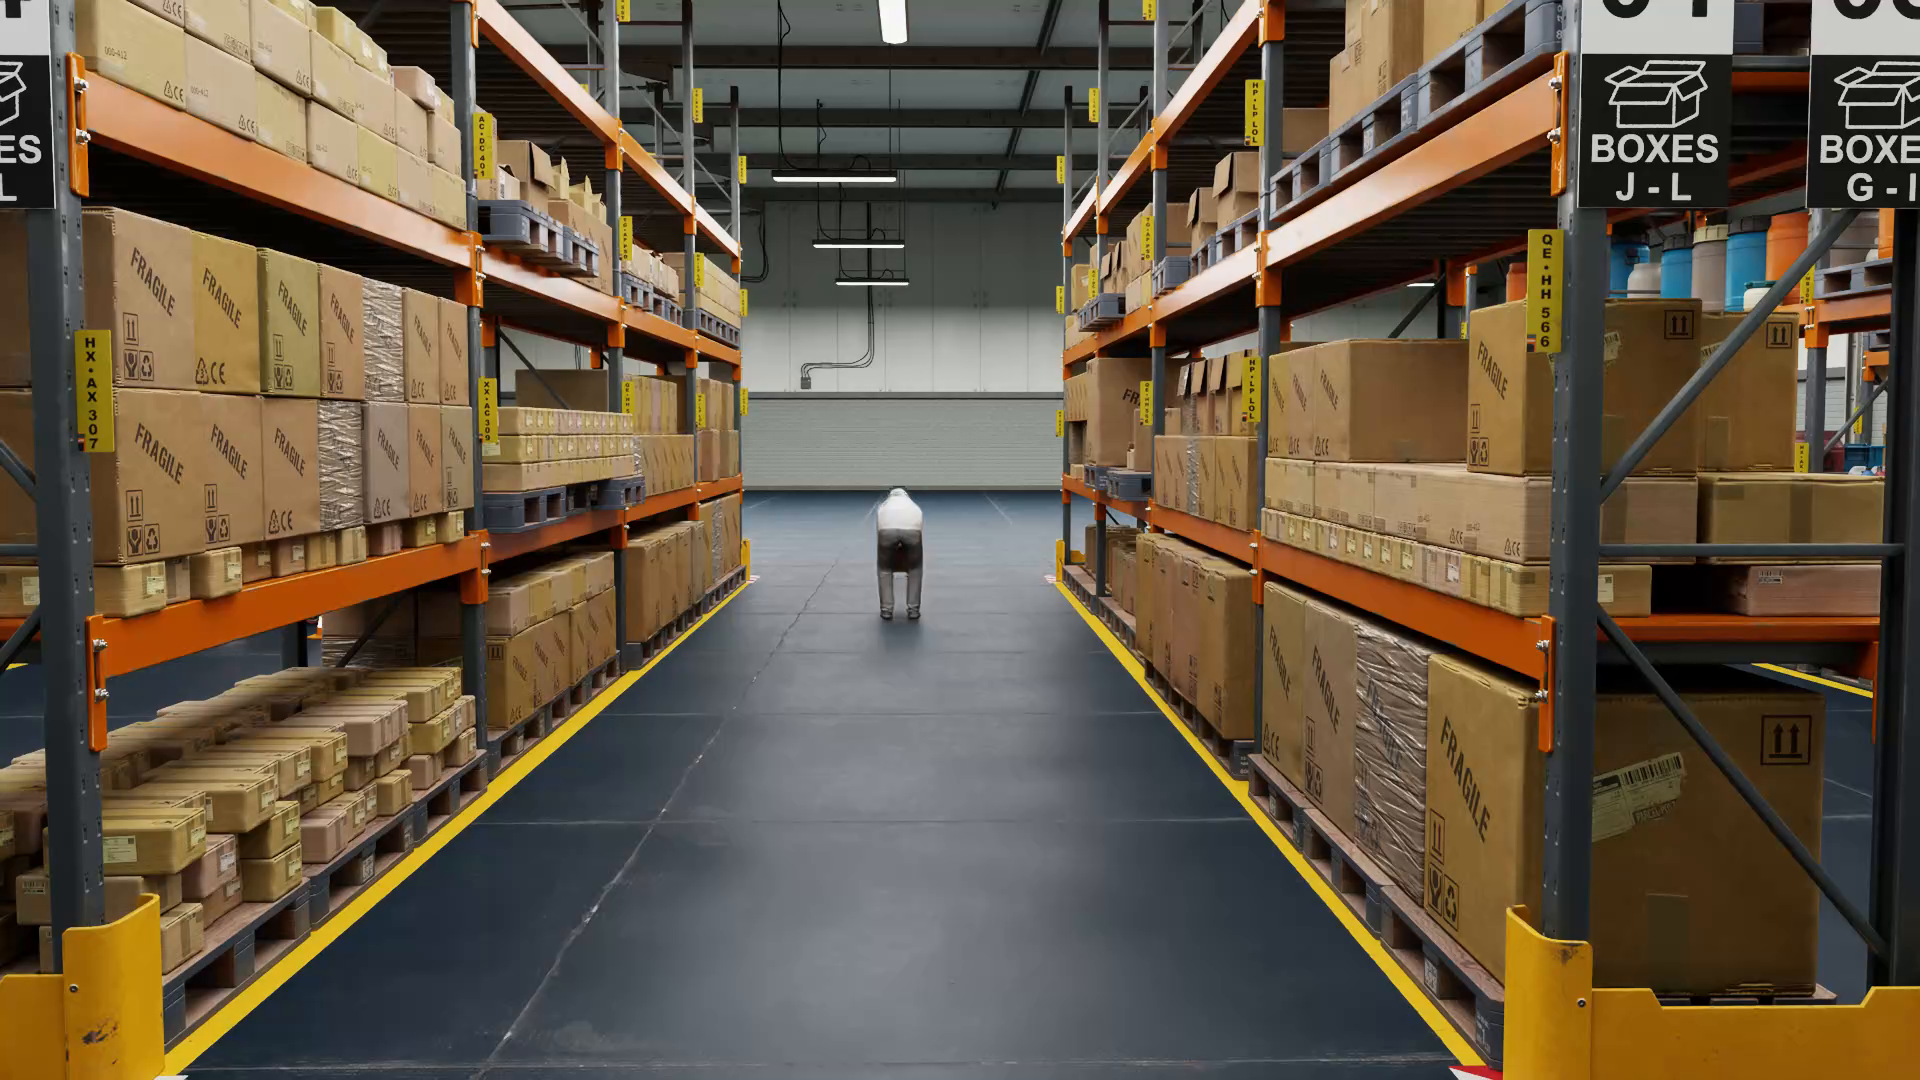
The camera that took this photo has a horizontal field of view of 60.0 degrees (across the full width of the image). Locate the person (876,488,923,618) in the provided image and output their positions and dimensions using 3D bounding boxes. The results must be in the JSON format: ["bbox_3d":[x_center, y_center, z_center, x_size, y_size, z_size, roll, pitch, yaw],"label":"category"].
[{"bbox_3d":[-0.608,0.122,16.648,0.462,1.258,0.981,0,4,-3],"label":"person"}]
